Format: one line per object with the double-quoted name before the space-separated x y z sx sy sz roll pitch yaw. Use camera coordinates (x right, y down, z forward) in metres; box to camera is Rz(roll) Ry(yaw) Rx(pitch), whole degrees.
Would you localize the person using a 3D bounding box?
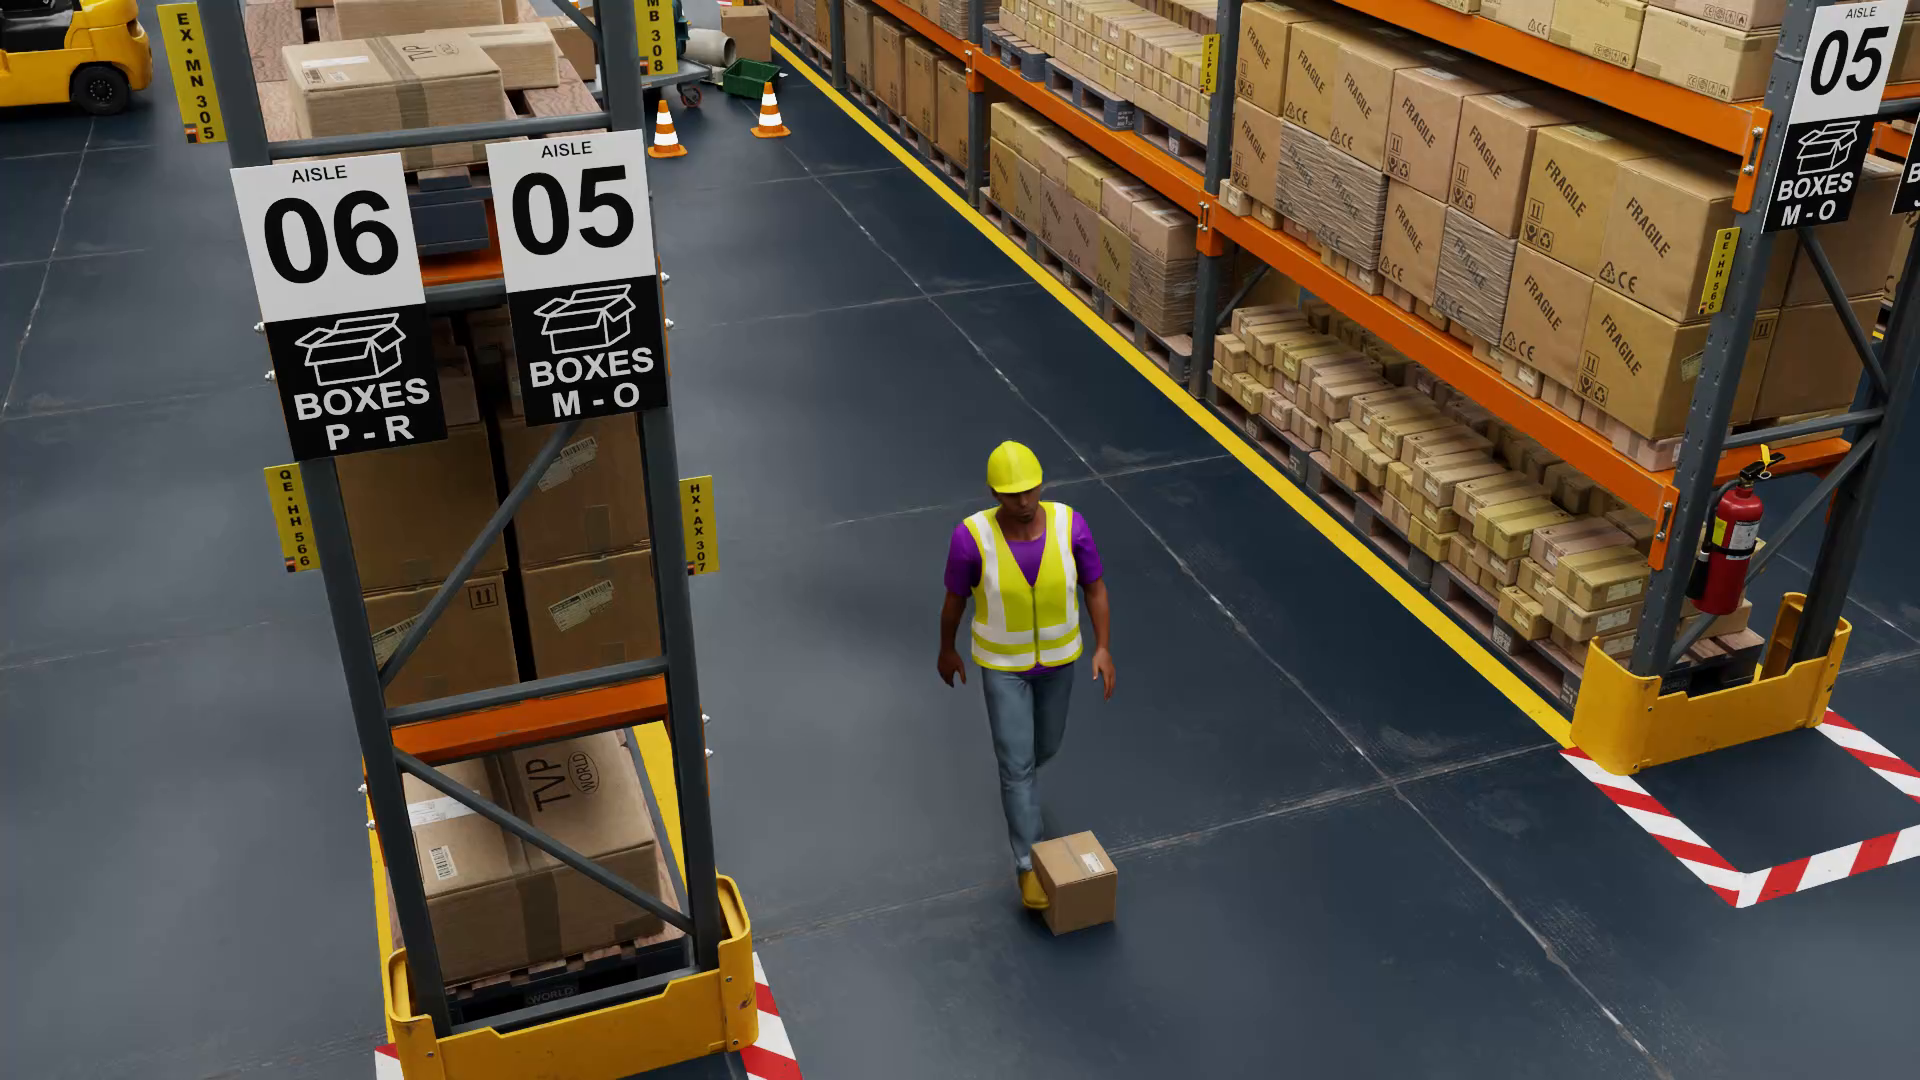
"person" 0.293 0.492 6.269 0.621 1.706 0.945 -8 31 -13
